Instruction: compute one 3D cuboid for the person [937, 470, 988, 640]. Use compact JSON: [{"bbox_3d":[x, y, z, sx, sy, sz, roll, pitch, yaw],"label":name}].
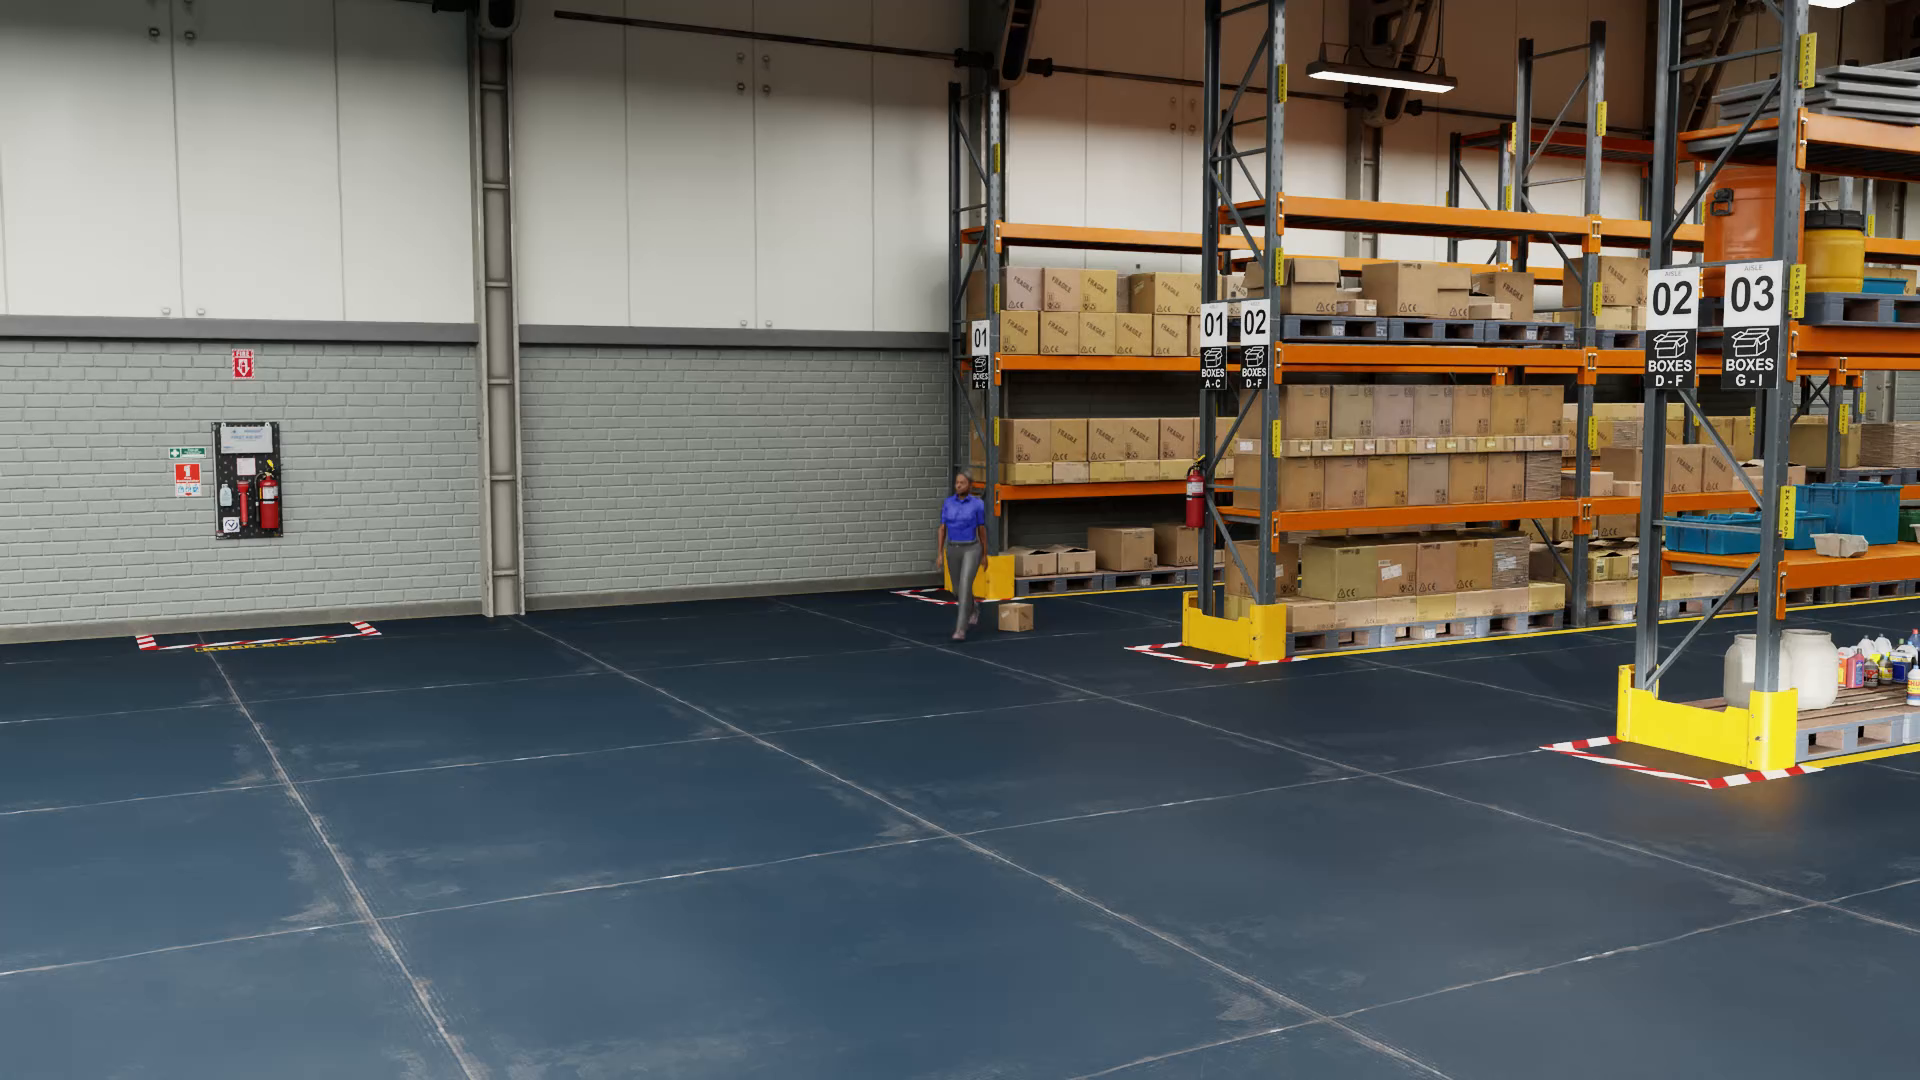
[{"bbox_3d":[0.035,0.123,16.167,0.462,1.607,0.971,2,5,19],"label":"person"}]
